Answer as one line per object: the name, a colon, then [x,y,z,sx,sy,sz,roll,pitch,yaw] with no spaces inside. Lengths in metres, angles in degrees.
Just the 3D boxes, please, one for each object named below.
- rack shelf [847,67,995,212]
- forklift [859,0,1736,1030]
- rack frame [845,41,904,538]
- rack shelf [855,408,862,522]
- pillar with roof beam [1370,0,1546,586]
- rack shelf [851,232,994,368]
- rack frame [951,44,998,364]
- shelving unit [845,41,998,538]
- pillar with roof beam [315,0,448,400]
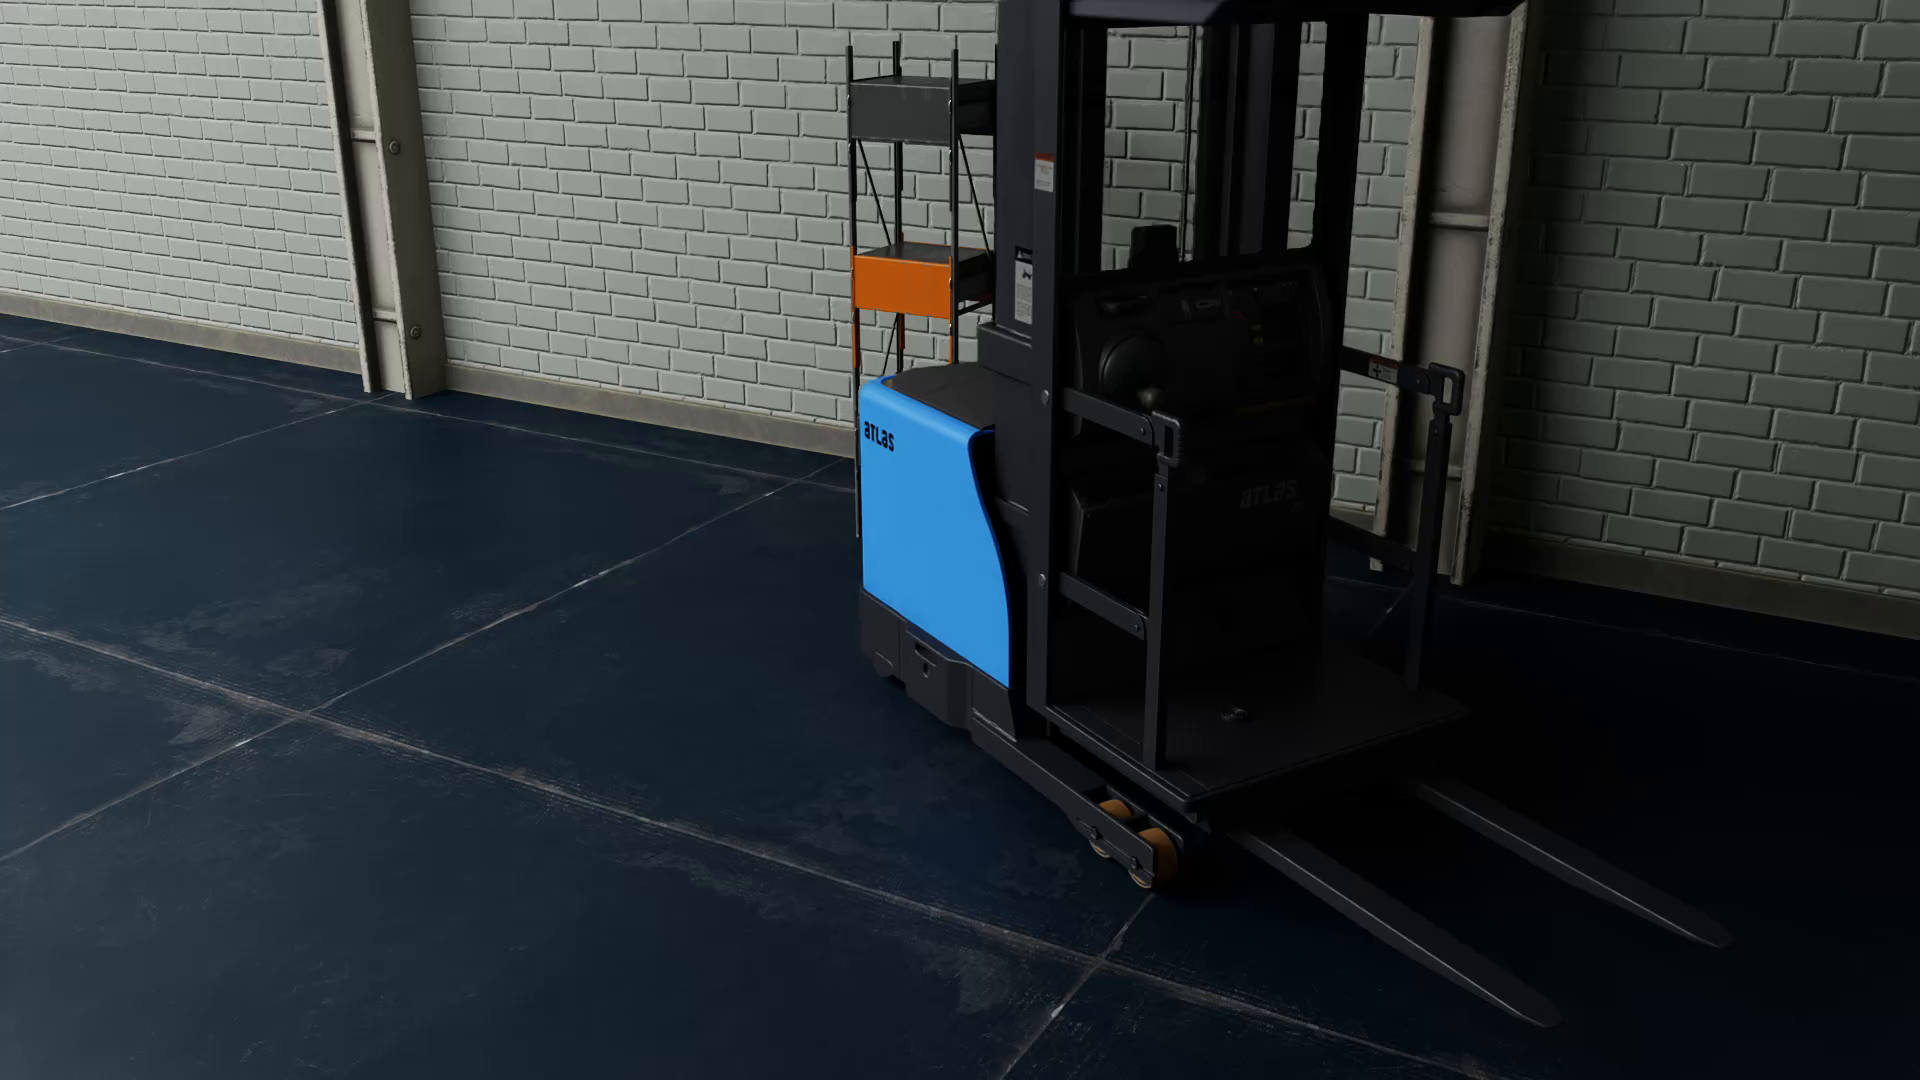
rack shelf: [-0.145,-1.660,6.849,0.480,0.518,0.431,11,23,27]
forklift: [0.822,-0.580,4.667,1.130,2.935,3.031,-12,23,-29]
rack frame: [-0.358,-1.055,7.195,0.015,2.100,0.400,11,23,27]
rack shelf: [-0.144,-0.344,7.326,0.480,0.518,0.431,11,23,27]
pillar with roof beam: [-0.121,-2.839,1.994,0.400,9.000,9.100,11,23,27]
rack shelf: [-0.145,-1.002,7.088,0.480,0.518,0.431,11,23,27]
rack frame: [0.069,-0.974,6.971,0.015,2.100,0.400,11,23,27]
shelving unit: [-0.145,-1.015,7.083,0.503,2.100,0.431,11,23,27]
pillar with roof beam: [-5.359,-3.836,4.745,0.400,9.000,9.100,11,23,27]
